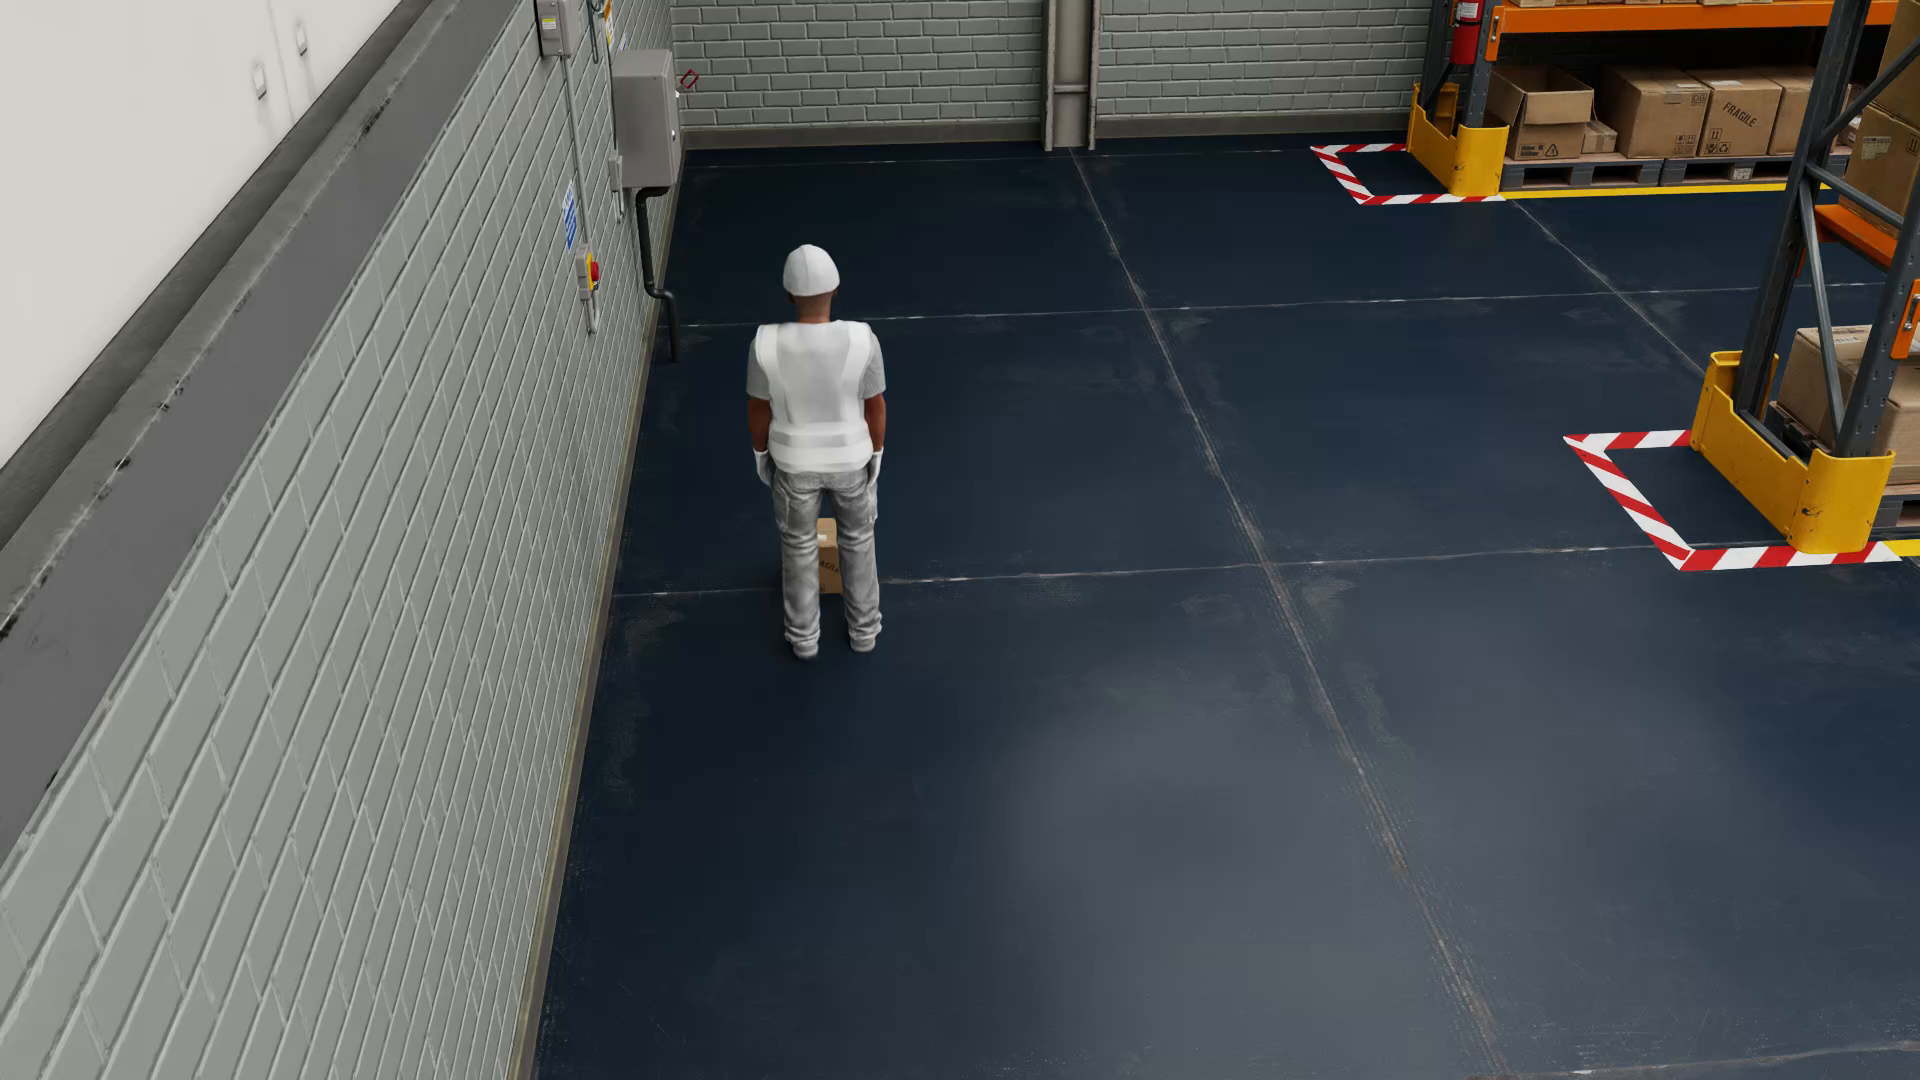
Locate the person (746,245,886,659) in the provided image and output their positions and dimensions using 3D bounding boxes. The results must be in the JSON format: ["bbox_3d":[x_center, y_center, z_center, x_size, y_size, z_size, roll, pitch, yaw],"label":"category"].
[{"bbox_3d":[-0.566,-0.338,6.682,0.545,1.781,0.366,-2,31,-3],"label":"person"}]
